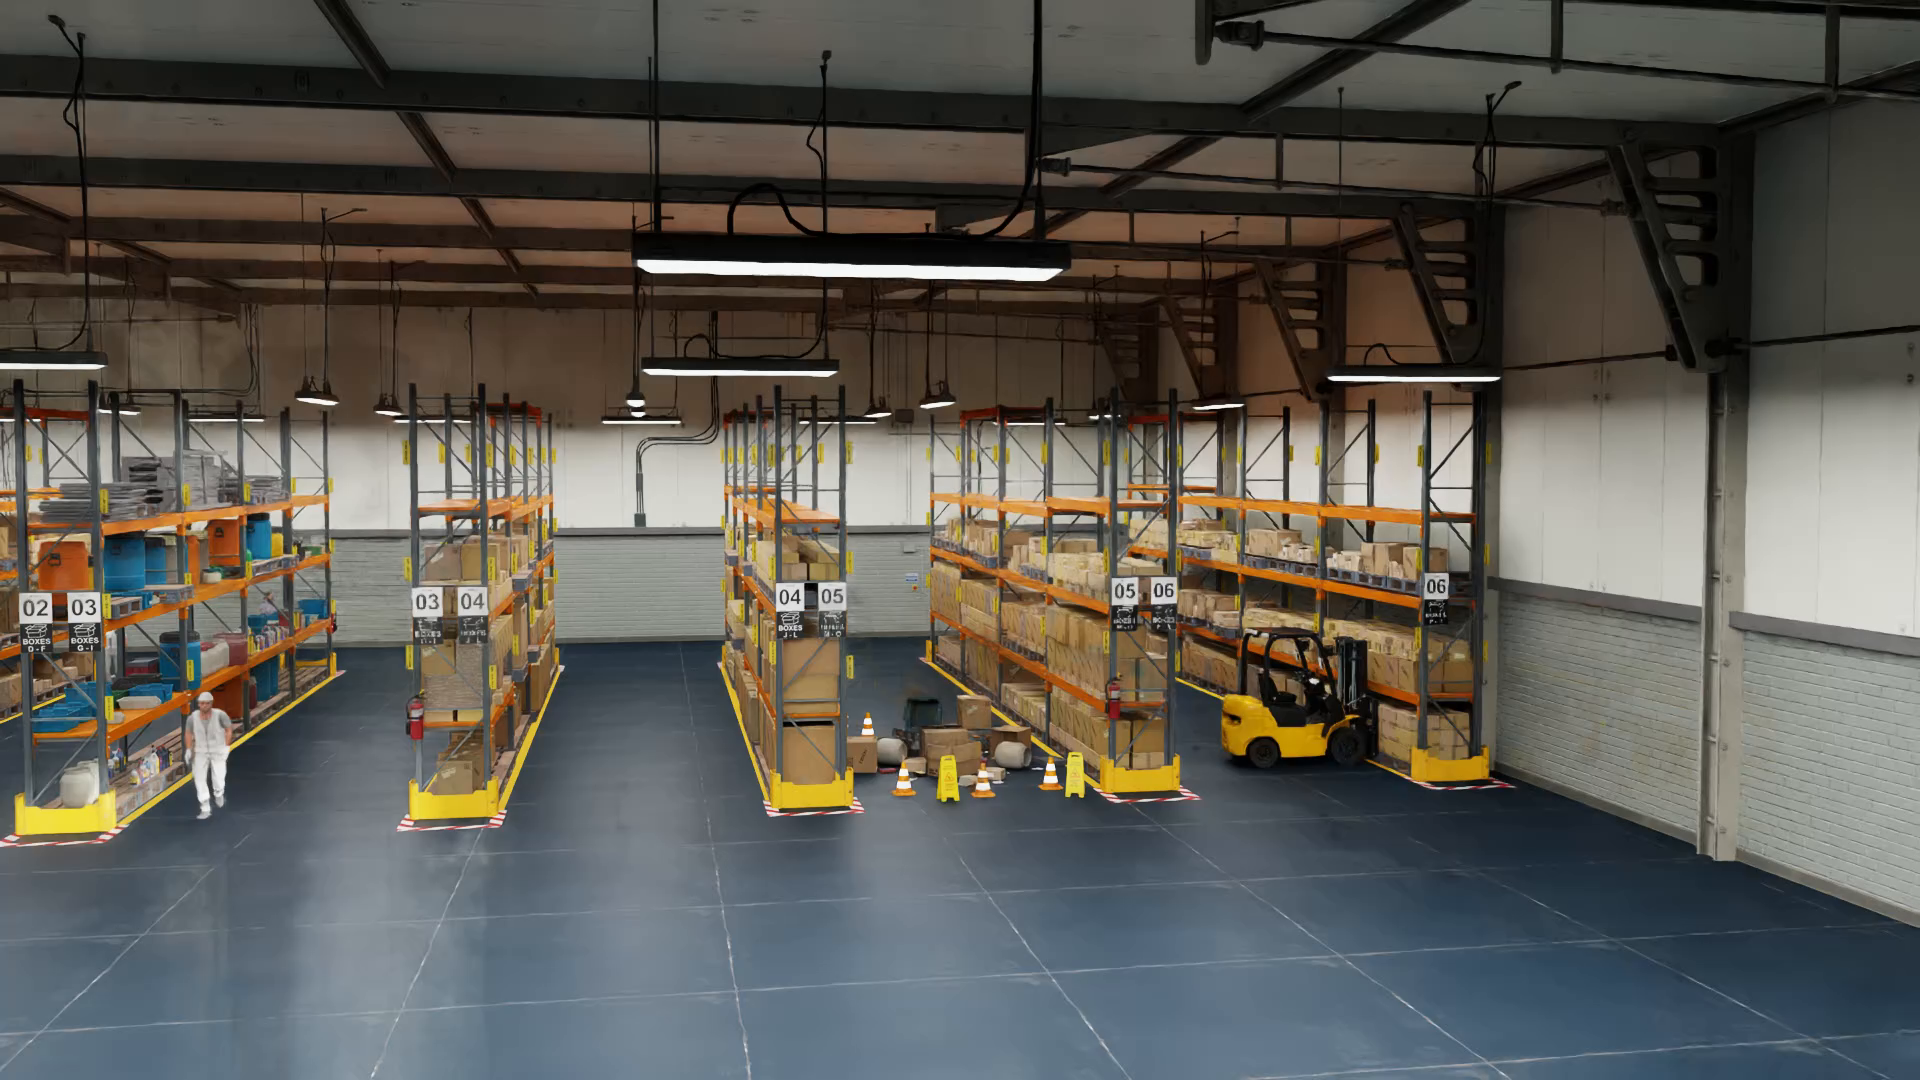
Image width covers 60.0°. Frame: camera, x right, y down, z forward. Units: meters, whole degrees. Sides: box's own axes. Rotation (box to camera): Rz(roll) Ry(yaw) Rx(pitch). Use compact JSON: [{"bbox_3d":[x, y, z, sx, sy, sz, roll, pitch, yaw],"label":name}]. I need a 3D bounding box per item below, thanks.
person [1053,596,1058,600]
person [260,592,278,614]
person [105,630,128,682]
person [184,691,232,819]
[{"bbox_3d":[2.107,2.027,38.235,0.483,1.628,0.623,-1,3,-20],"label":"person"},{"bbox_3d":[-17.051,2.088,41.022,0.496,1.635,0.484,2,3,33],"label":"person"},{"bbox_3d":[-17.847,2.372,34.975,0.626,1.742,0.659,-1,3,-23],"label":"person"},{"bbox_3d":[-10.450,2.959,23.143,0.626,1.761,0.673,-1,3,-15],"label":"person"}]
